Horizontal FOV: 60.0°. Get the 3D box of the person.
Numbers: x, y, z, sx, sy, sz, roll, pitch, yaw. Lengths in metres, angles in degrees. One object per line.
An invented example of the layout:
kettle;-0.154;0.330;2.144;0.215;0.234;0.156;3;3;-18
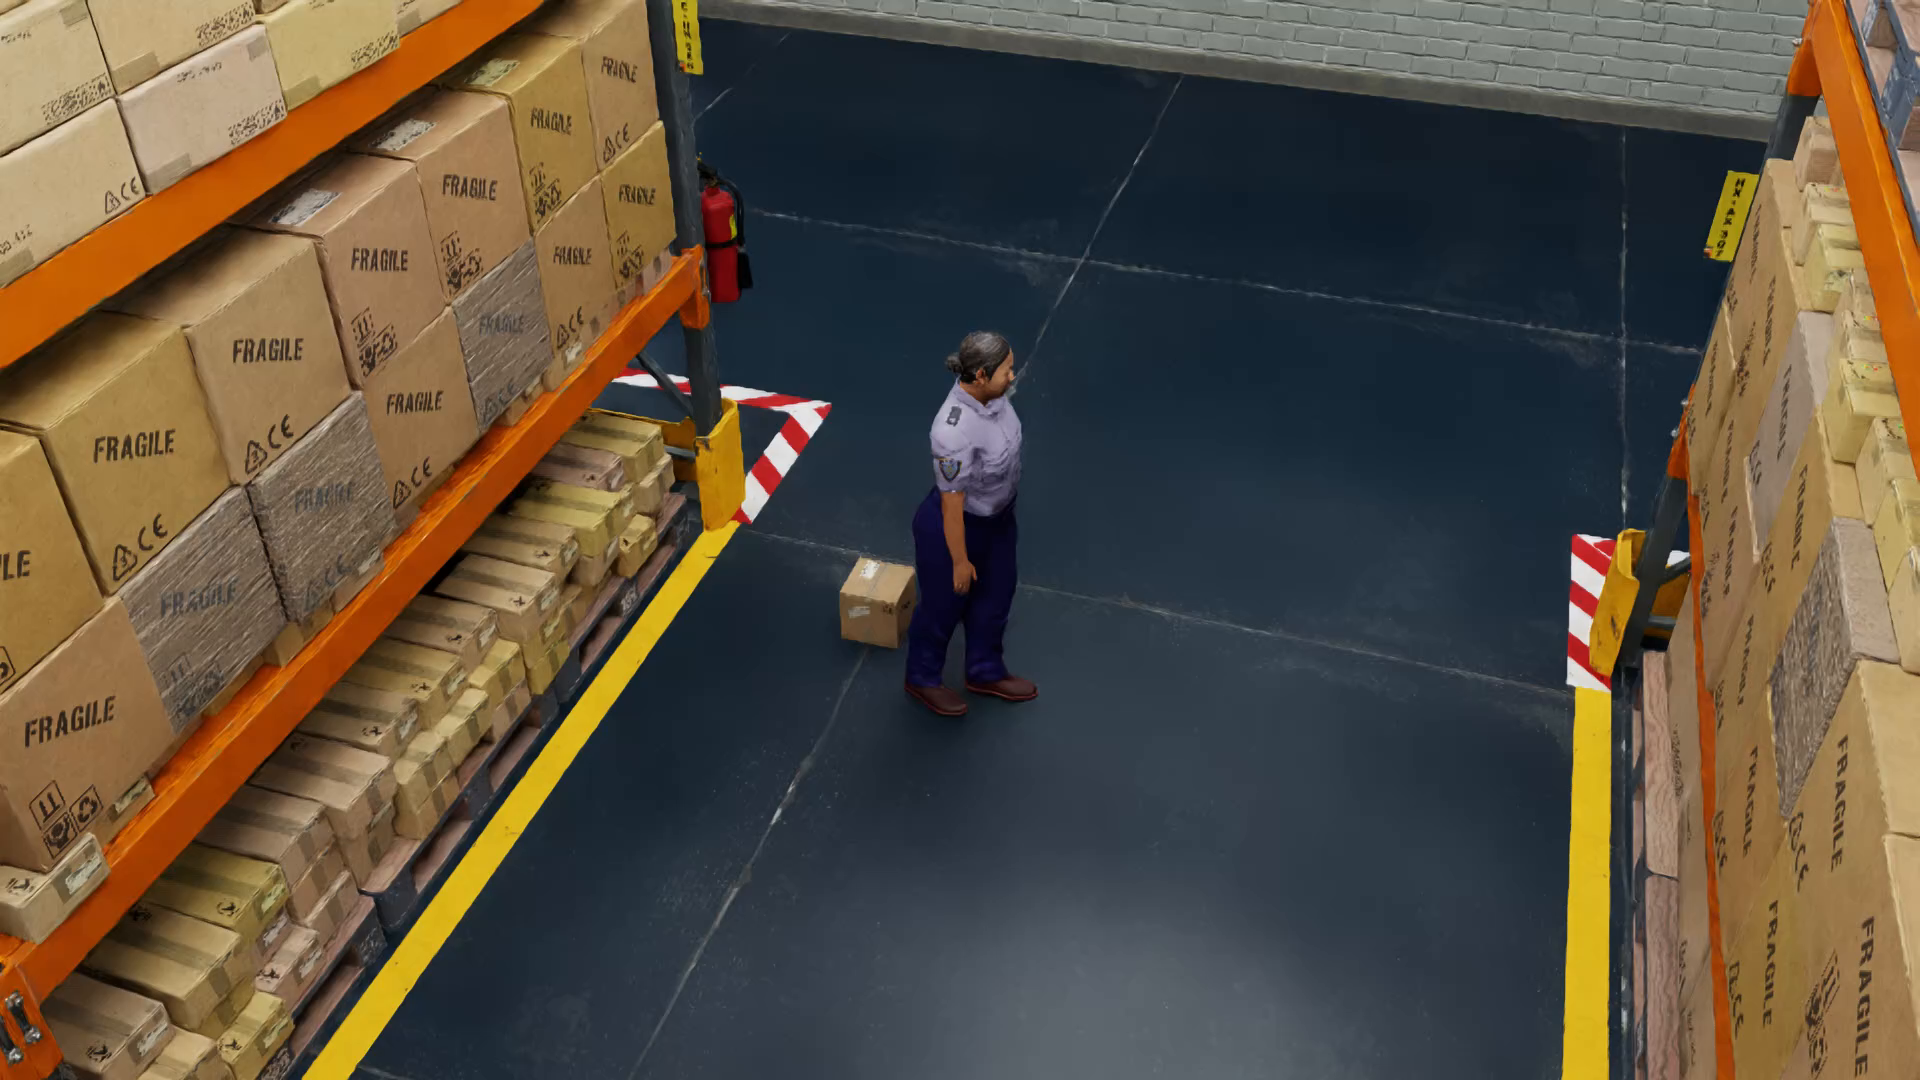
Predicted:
person;0.056;-0.053;6.232;0.494;1.651;0.540;18;41;22
